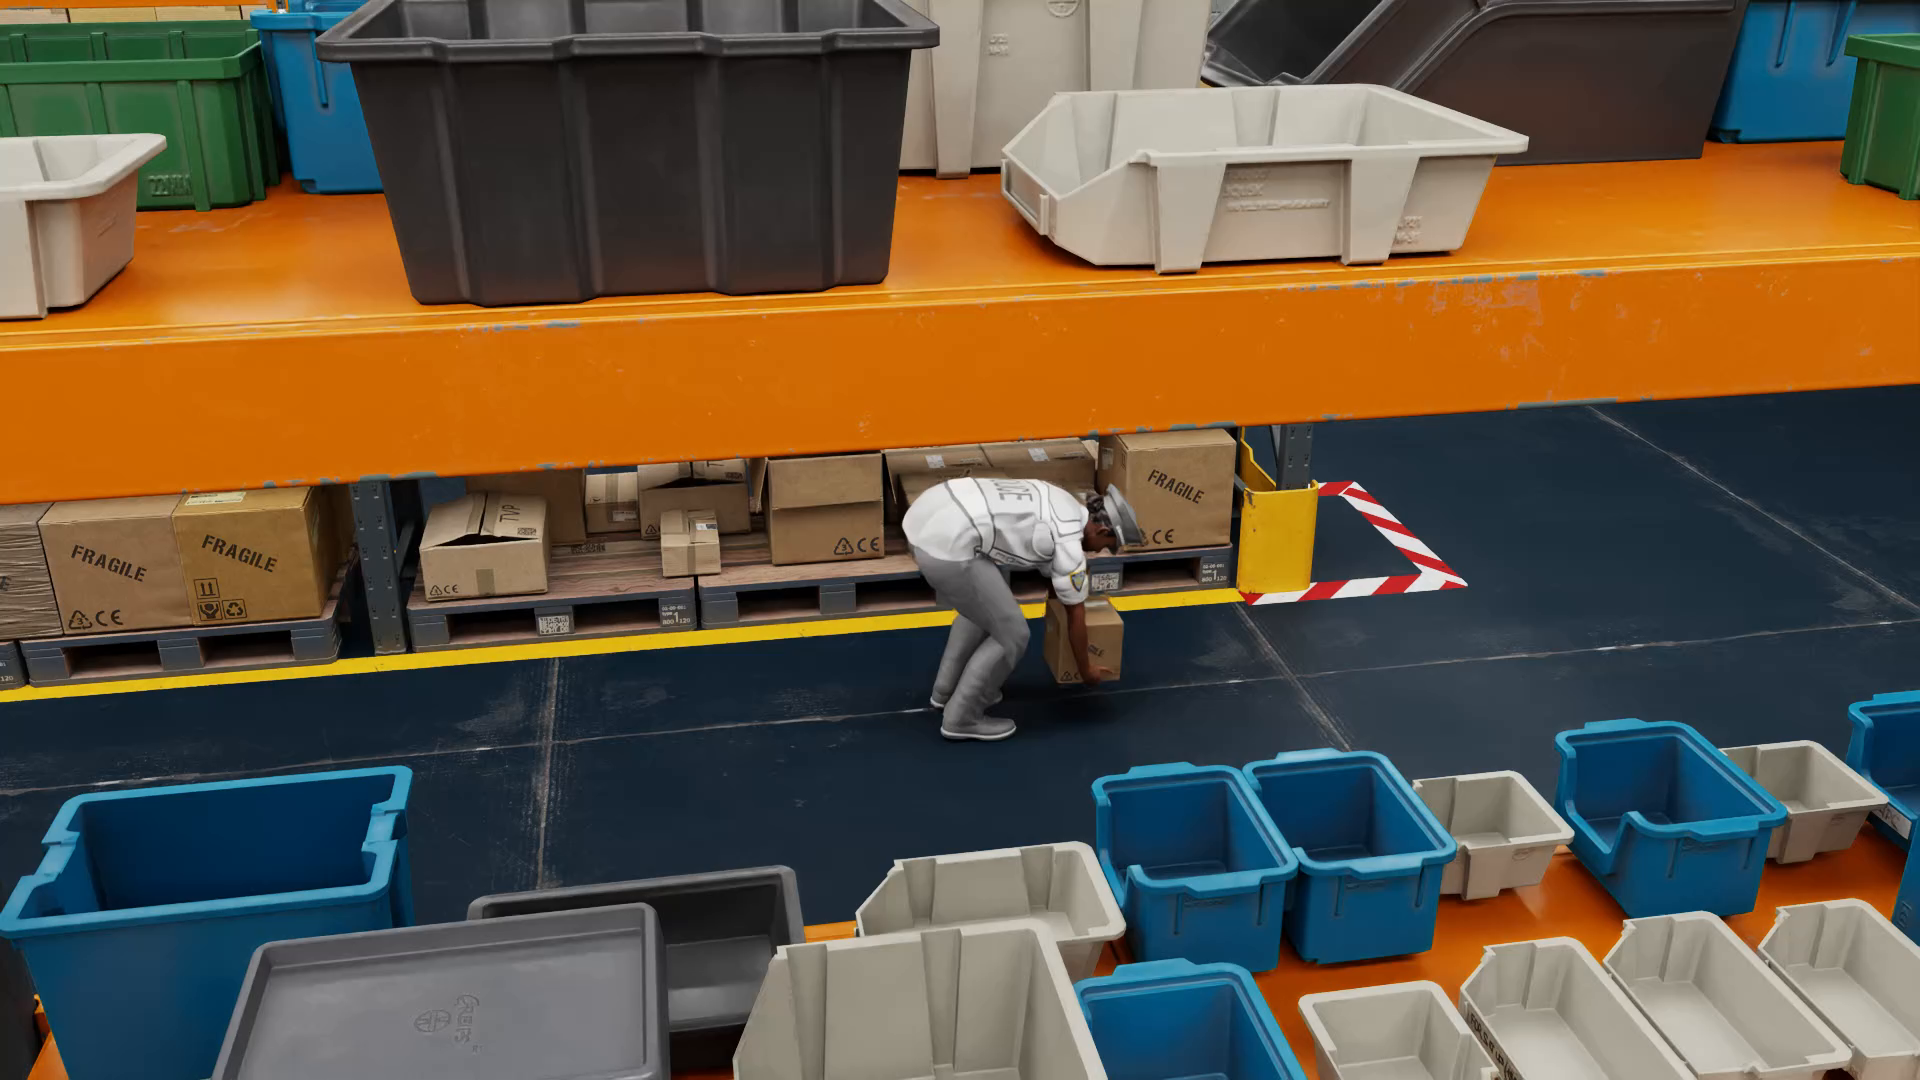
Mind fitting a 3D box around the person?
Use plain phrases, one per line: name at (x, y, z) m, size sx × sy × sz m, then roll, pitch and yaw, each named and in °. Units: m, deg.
person at (0.249, 0.233, 6.400) m, size 0.932 × 1.000 × 0.449 m, roll -5°, pitch 24°, yaw -12°
